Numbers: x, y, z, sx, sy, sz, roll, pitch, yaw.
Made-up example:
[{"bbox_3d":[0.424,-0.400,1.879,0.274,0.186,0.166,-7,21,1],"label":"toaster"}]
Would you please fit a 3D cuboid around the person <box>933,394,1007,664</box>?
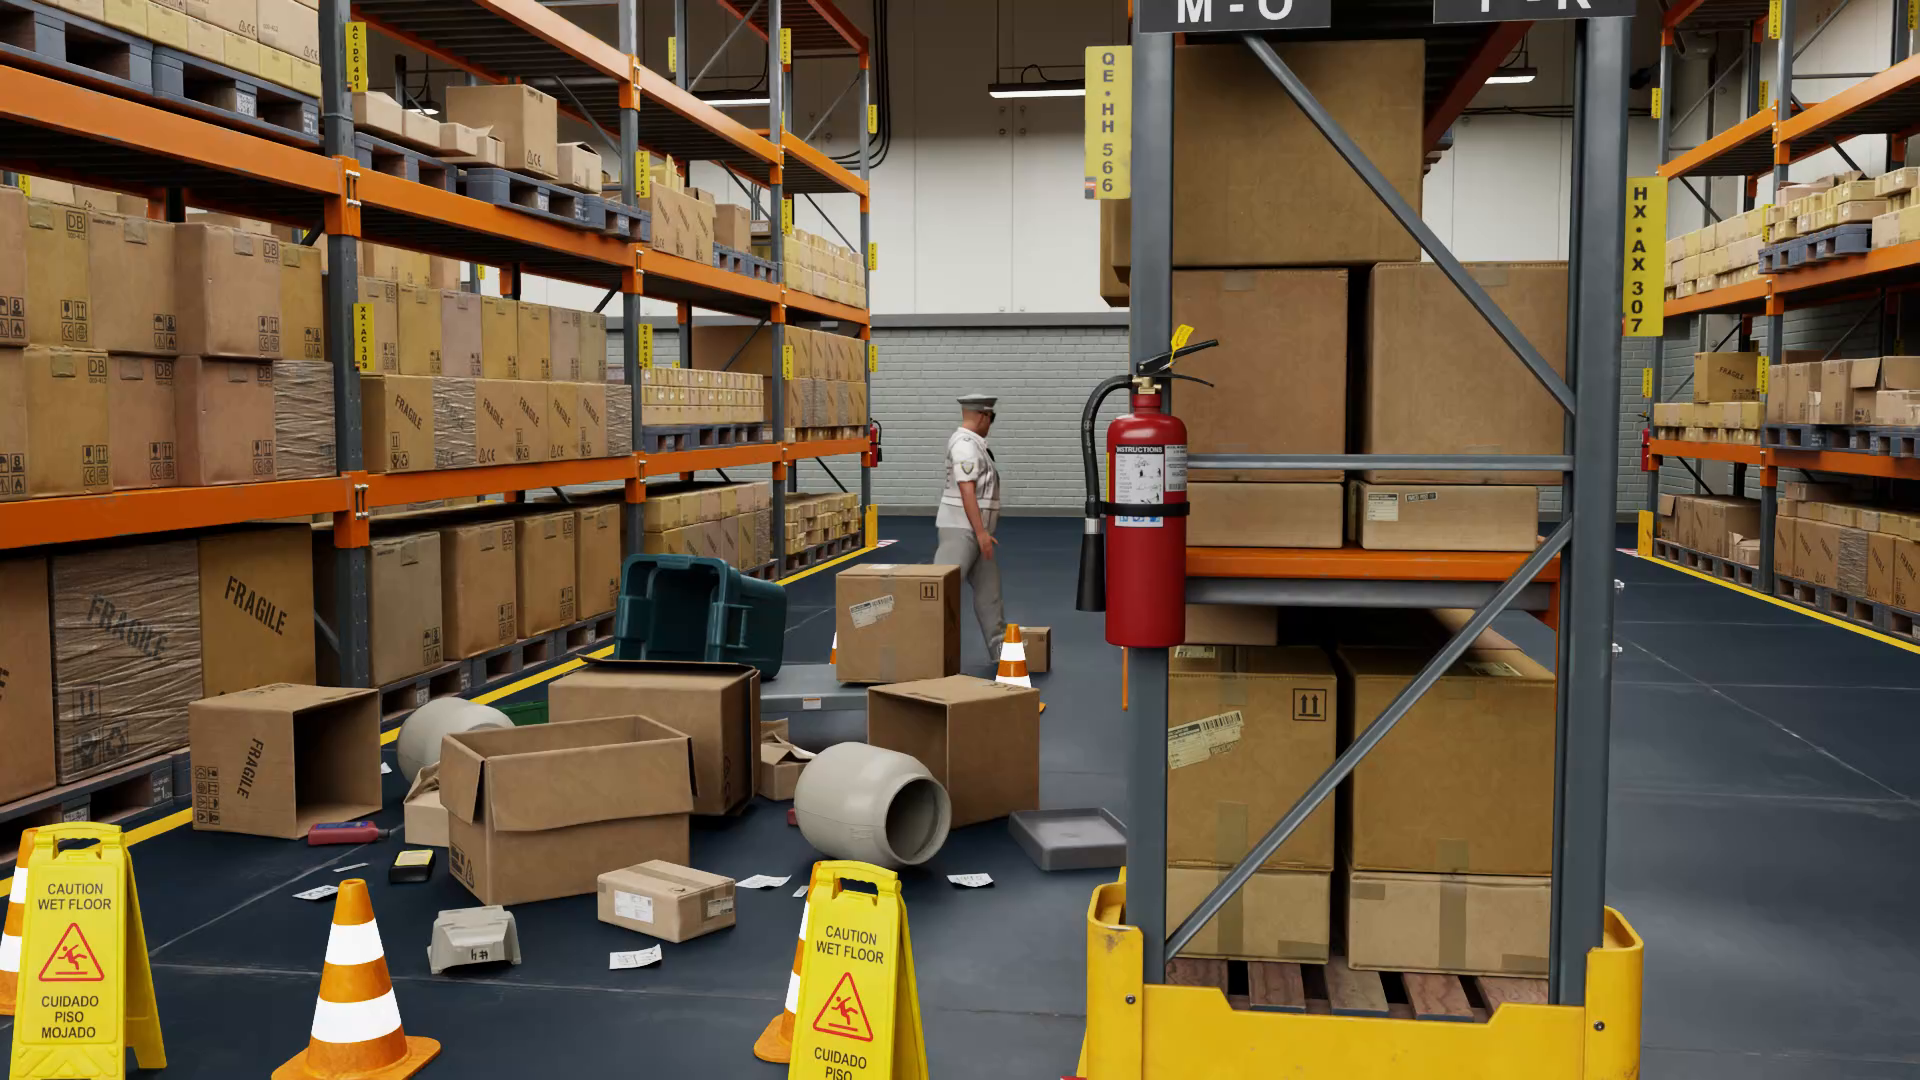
[{"bbox_3d":[0.057,-0.051,10.398,0.856,1.724,0.667,1,4,7],"label":"person"}]
